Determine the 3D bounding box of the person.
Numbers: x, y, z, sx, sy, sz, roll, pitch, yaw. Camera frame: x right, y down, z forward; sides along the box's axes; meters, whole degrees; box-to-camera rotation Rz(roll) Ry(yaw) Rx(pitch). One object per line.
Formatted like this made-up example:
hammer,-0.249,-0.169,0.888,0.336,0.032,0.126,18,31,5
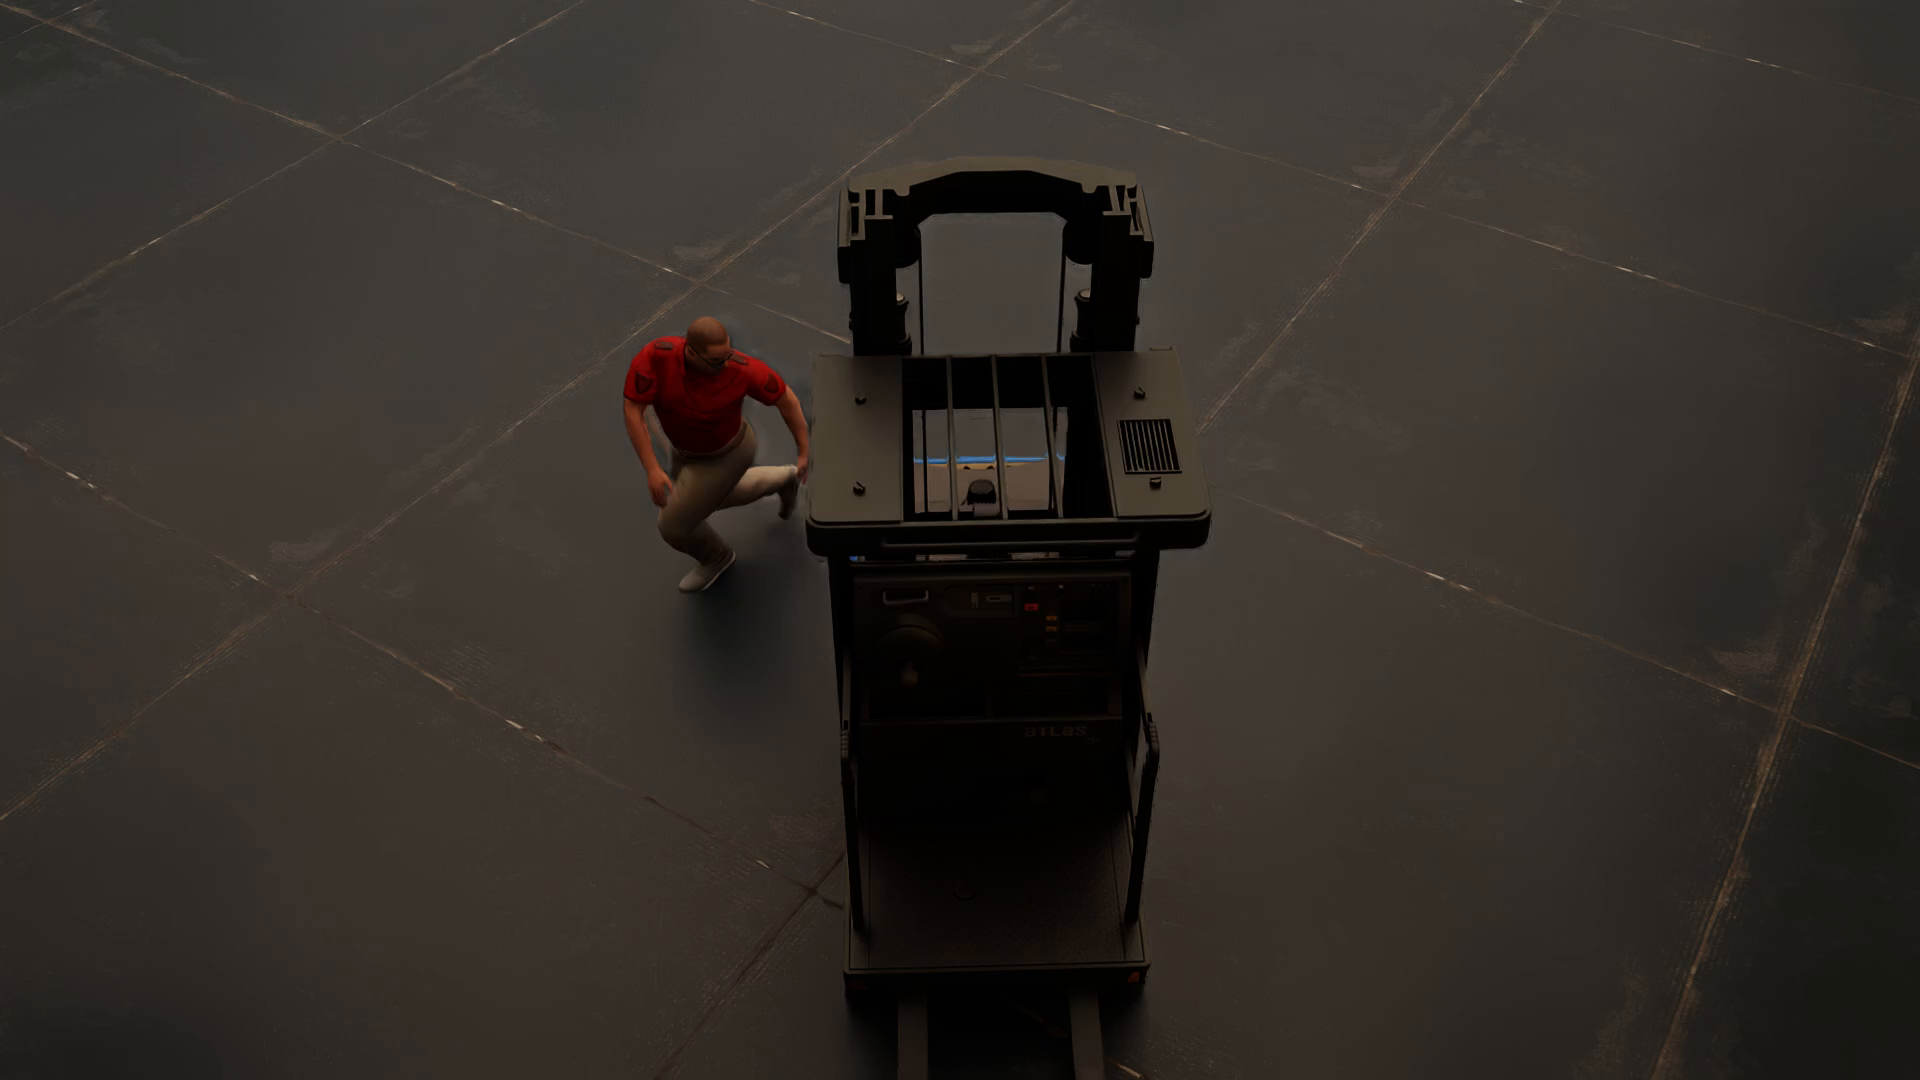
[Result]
person,-1.038,-0.418,7.360,0.636,1.515,0.895,30,51,28

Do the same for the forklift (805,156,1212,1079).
forklift,0.118,0.385,5.443,1.130,2.935,3.031,-1,43,-1
